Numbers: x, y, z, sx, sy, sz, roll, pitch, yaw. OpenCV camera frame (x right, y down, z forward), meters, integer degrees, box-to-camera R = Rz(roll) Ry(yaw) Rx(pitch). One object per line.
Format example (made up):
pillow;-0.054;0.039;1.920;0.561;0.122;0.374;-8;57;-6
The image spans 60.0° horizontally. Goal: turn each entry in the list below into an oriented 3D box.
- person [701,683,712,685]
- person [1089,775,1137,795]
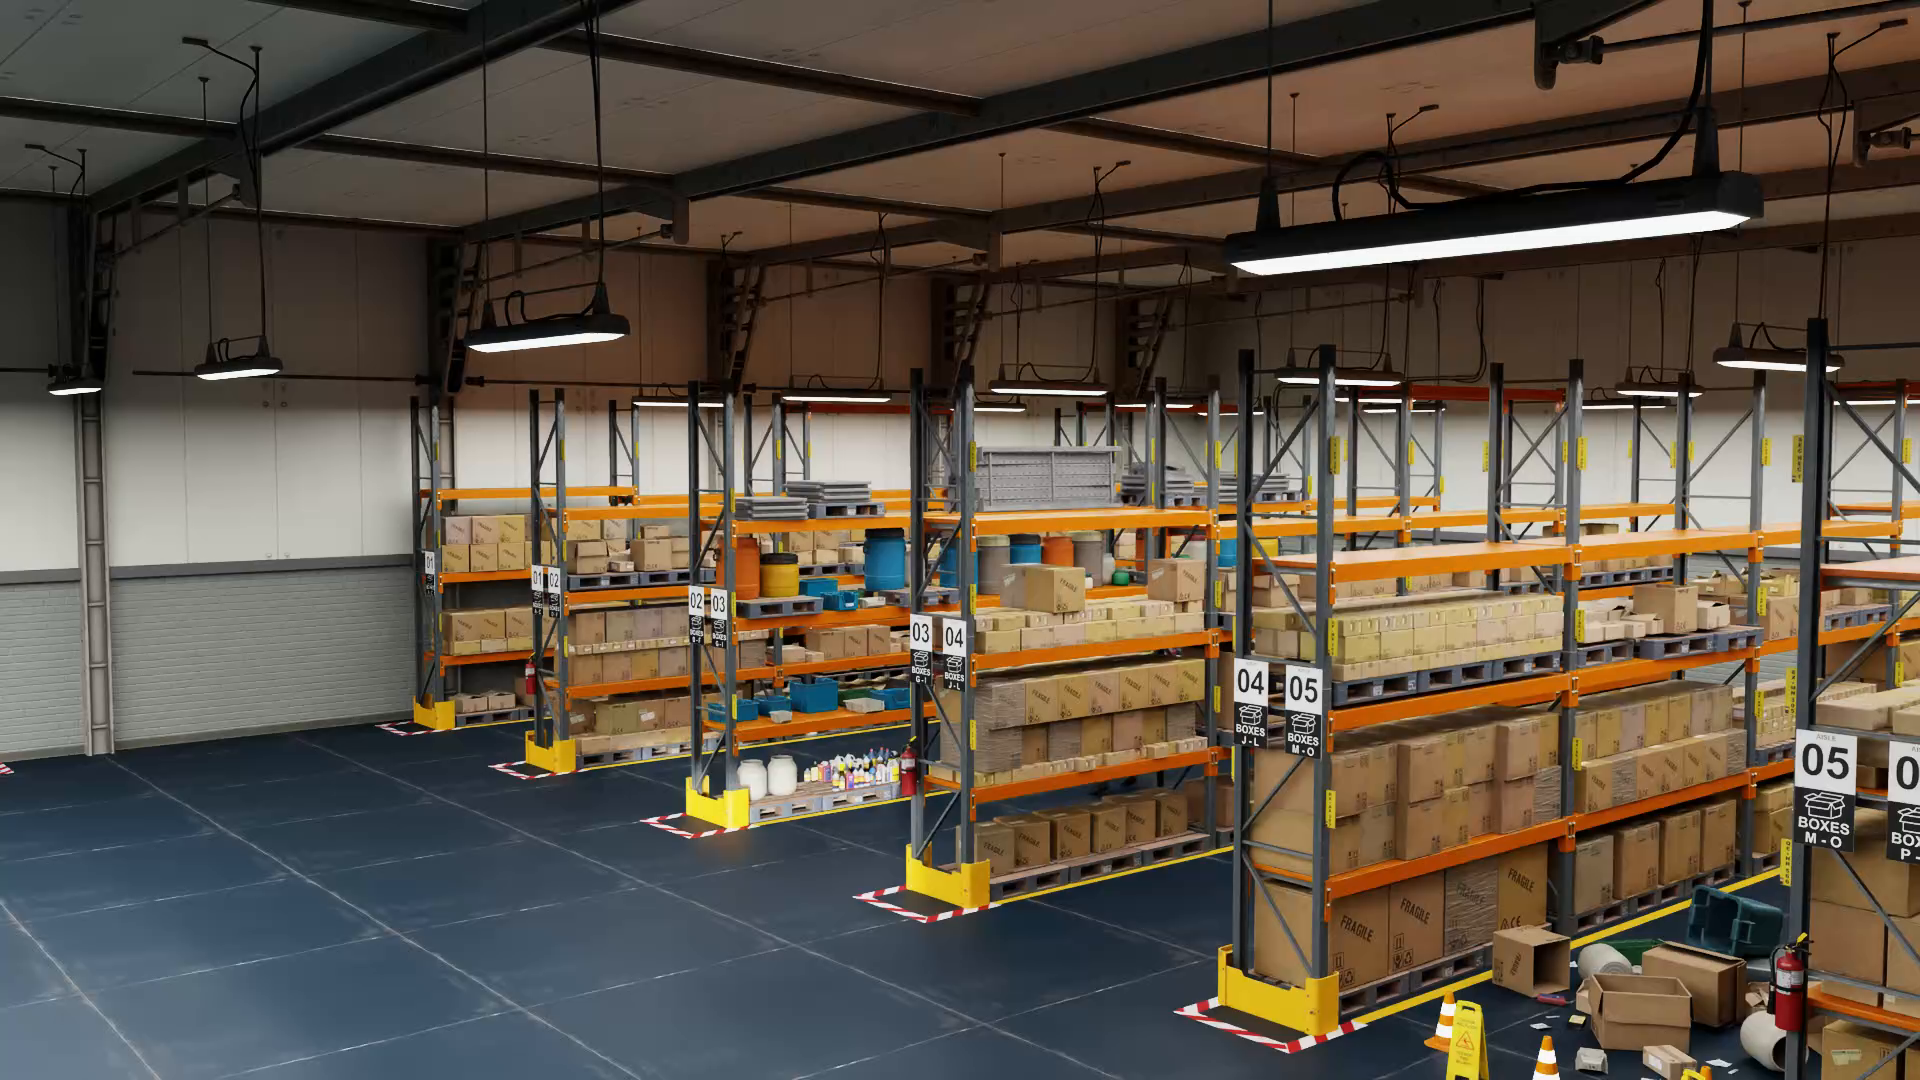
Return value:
person;-4.711;2.512;31.264;0.530;1.562;0.838;2;4;36
person;2.257;2.927;24.388;1.065;1.558;0.659;-3;4;-39
